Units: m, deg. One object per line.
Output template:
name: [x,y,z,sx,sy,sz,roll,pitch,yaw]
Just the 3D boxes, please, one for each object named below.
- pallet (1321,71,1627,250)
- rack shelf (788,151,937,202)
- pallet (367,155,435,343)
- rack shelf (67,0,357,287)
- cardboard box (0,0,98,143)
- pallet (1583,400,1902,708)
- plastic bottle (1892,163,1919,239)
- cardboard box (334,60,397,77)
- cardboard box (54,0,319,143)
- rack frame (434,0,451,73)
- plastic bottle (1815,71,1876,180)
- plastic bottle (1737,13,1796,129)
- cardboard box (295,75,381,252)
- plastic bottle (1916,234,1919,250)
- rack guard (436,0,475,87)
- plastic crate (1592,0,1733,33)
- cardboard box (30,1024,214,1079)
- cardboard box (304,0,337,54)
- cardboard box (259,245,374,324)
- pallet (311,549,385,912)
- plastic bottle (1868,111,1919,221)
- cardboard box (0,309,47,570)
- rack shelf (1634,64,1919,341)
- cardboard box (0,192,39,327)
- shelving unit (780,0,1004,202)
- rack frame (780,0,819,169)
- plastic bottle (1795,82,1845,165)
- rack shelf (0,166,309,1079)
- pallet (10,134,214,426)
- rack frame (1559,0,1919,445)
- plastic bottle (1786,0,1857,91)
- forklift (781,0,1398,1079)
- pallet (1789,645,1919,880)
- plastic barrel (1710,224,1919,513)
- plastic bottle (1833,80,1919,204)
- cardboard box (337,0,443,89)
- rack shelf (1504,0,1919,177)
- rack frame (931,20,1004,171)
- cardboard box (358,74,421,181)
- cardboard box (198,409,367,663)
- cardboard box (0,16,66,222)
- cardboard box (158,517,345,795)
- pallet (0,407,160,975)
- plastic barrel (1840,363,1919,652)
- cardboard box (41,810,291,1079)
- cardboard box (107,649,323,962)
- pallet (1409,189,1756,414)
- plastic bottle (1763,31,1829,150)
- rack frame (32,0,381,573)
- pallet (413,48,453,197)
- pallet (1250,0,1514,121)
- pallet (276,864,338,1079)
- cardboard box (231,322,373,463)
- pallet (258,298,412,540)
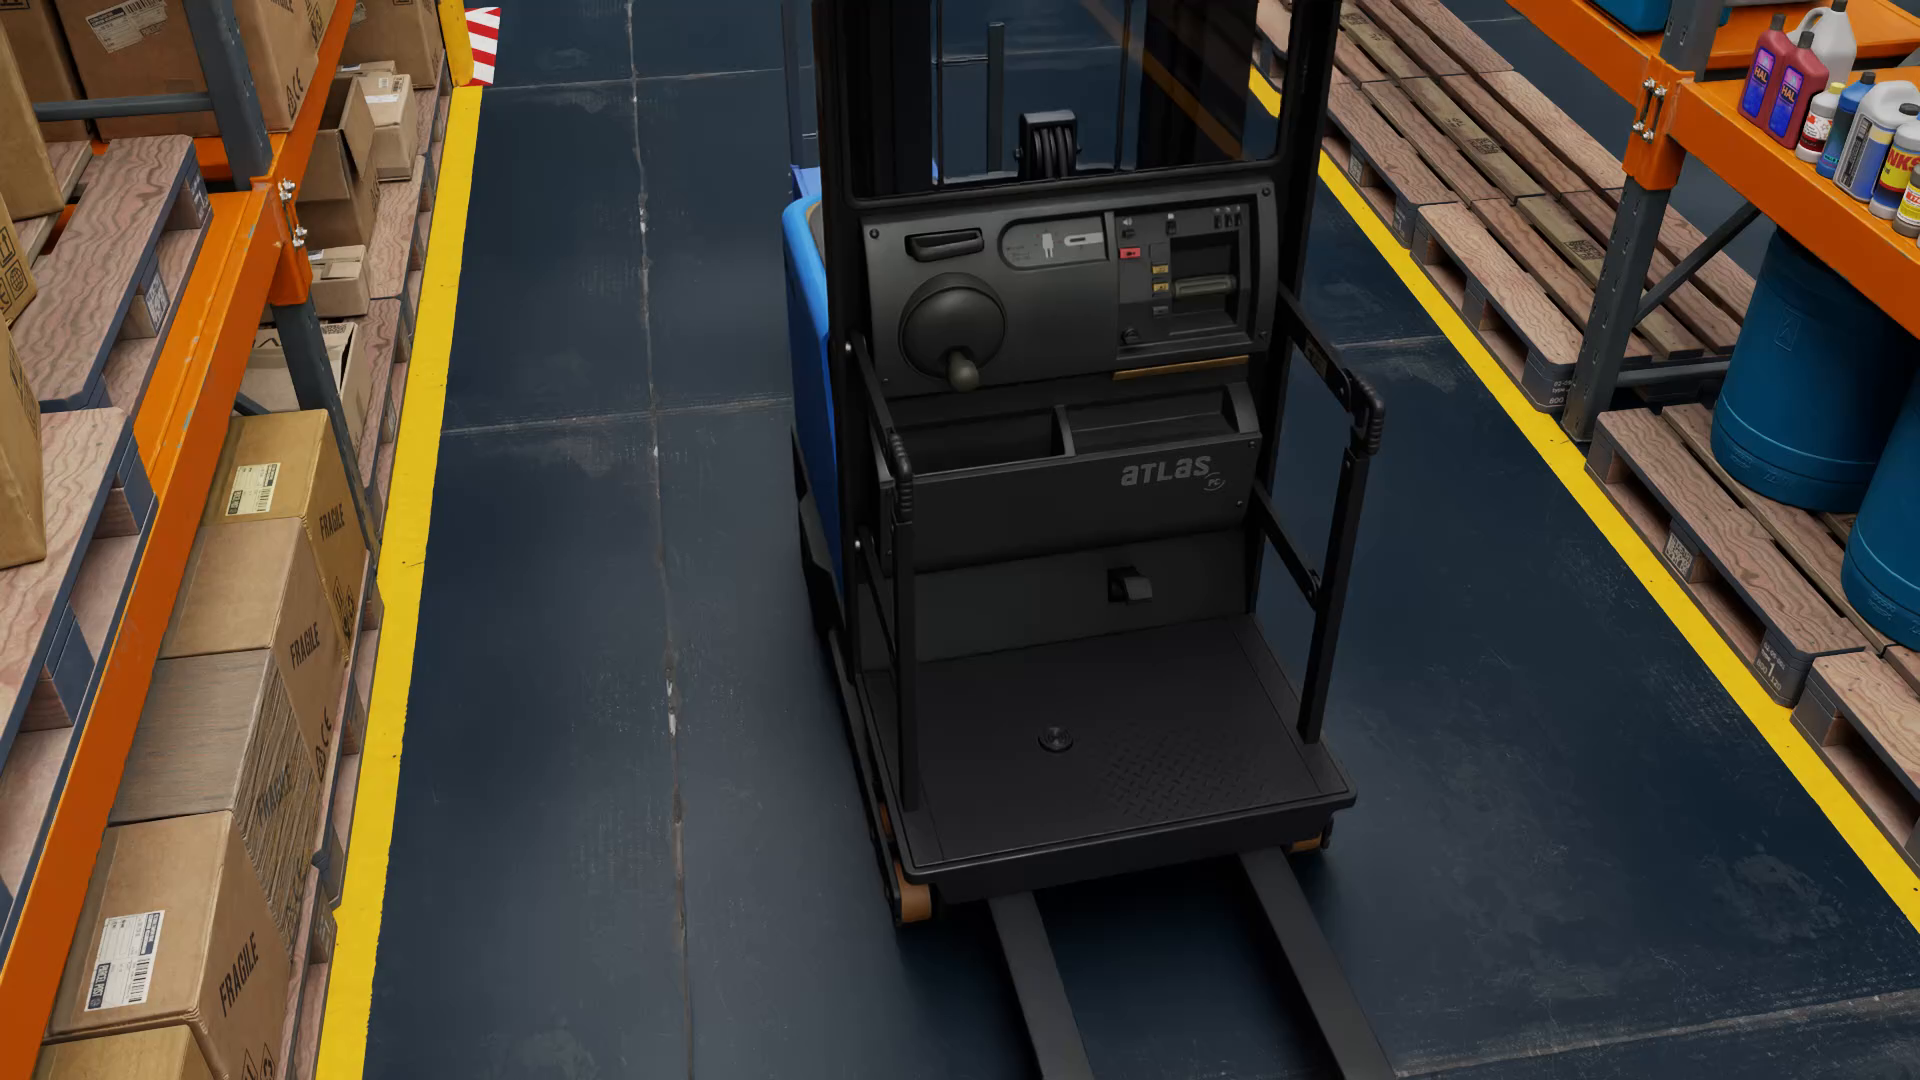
pallet: [2.195,-1.676,7.235,1.003,0.211,1.213,-6,38,-8]
rack shelf: [-0.238,-0.995,5.601,0.538,0.185,1.000,-8,39,-10]
pallet: [-2.635,-1.120,6.520,1.003,0.211,1.213,-6,38,-8]
rack shelf: [-2.649,-1.992,5.955,1.077,0.370,4.000,-6,38,-8]
cardboard box: [-2.638,-1.382,4.502,0.500,0.500,0.500,-6,38,-7]
pallet: [2.673,-0.027,5.112,1.003,0.211,1.213,-6,38,-8]
plastic bottle: [2.360,-0.847,4.057,0.097,0.201,0.097,0,38,0]
cardboard box: [-2.679,-1.983,7.308,0.380,0.166,0.250,-6,38,-8]
cardboard box: [-2.119,-1.445,4.583,0.500,0.500,0.500,-5,38,-7]
rack frame: [-2.999,-3.484,7.290,1.000,3.000,0.127,-6,38,-8]
plastic bottle: [2.302,-1.073,4.291,0.097,0.271,0.097,0,38,0]
plastic bottle: [2.223,-1.285,4.554,0.061,0.283,0.133,-6,38,-8]
cardboard box: [-2.633,-1.390,6.271,0.797,0.503,0.637,-6,38,-8]
plastic bottle: [2.377,-0.788,3.981,0.097,0.201,0.097,0,38,0]
rack guard: [-2.986,-2.451,7.997,1.175,0.500,0.348,-6,38,-8]
plastic crate: [2.162,-1.861,5.165,0.392,0.384,0.575,-6,38,-8]
cardboard box: [-1.576,1.237,2.892,0.500,0.500,0.500,-7,38,-9]
cardboard box: [-2.212,-1.754,4.981,0.500,0.500,0.500,-6,38,-7]
cardboard box: [-2.320,-0.921,5.941,0.380,0.166,0.250,-6,38,-8]
pallet: [-2.118,0.520,4.408,1.003,0.211,1.213,-6,38,-8]
plastic bottle: [2.343,-0.933,4.111,0.097,0.271,0.097,0,38,0]
cardboard box: [-1.928,-0.213,2.655,0.700,0.500,0.500,-16,41,-19]
rack shelf: [2.930,-0.106,3.528,1.077,0.370,4.000,-6,38,-8]
cardboard box: [-2.252,-0.555,3.095,0.700,0.500,0.500,-1,38,-1]
shelving unit: [-0.238,-1.137,5.491,0.538,1.500,1.048,-8,39,-10]
rack frame: [-0.352,-1.441,5.882,0.500,1.500,0.032,-8,39,-10]
plastic bottle: [2.285,-1.104,4.389,0.097,0.201,0.097,0,38,0]
rack shelf: [-1.947,0.424,2.846,1.077,0.370,4.000,-6,38,-8]
pallet: [-2.265,-0.498,3.602,1.003,0.211,1.213,-6,38,-8]
rack frame: [2.579,-1.599,4.863,1.000,3.000,0.127,-6,38,-8]
plastic bottle: [2.329,-1.307,4.528,0.144,0.351,0.185,-6,38,-8]
forklift: [0.303,-0.486,3.486,1.130,2.935,3.031,-8,39,-10]
pallet: [2.891,0.712,4.162,1.003,0.211,1.213,-6,38,-8]
plastic barrel: [2.658,-0.605,4.952,0.600,0.901,0.708,-6,38,-8]
plastic bottle: [2.349,-1.008,4.204,0.152,0.276,0.135,-6,38,-8]
cardboard box: [-2.662,-2.369,7.533,0.500,0.500,0.500,-6,38,-8]
rack shelf: [2.229,-2.522,6.638,1.077,0.370,4.000,-6,38,-8]
rack frame: [-0.123,-0.833,5.099,0.500,1.500,0.032,-8,39,-10]
cardboard box: [-2.525,-1.693,6.867,0.500,0.250,0.500,-6,38,-8]
cardboard box: [-1.929,0.013,4.468,0.500,0.500,0.500,-6,38,-8]
cardboard box: [-2.435,-0.963,3.621,0.700,0.500,0.500,-19,42,-23]
cardboard box: [-1.851,0.312,4.082,0.500,0.500,0.500,-6,38,-8]
pallet: [-1.942,0.250,2.640,1.003,0.211,1.213,-6,38,-8]
plastic barrel: [2.782,-0.178,4.402,0.600,0.901,0.708,-6,38,-8]
cardboard box: [-1.672,0.922,3.297,0.500,0.500,0.500,-7,38,-9]
cardboard box: [-1.764,0.615,3.692,0.500,0.500,0.500,-6,38,-7]
pallet: [2.412,-0.937,6.284,1.003,0.211,1.213,-6,38,-8]
plastic bottle: [2.247,-1.205,4.451,0.061,0.283,0.133,-6,38,-8]
rack frame: [-2.298,-1.068,4.180,1.000,3.000,0.127,-6,38,-8]
pallet: [-2.845,-1.855,7.466,1.003,0.211,1.213,-6,38,-8]
pallet: [1.984,-2.411,8.181,1.003,0.211,1.213,-6,38,-8]
pallet: [-1.901,1.259,3.458,1.003,0.211,1.213,-6,38,-8]
cardboard box: [-2.159,-0.457,5.226,0.500,0.311,0.500,-6,38,-8]
pallet: [-2.418,-0.382,5.569,1.003,0.211,1.213,-6,38,-8]
